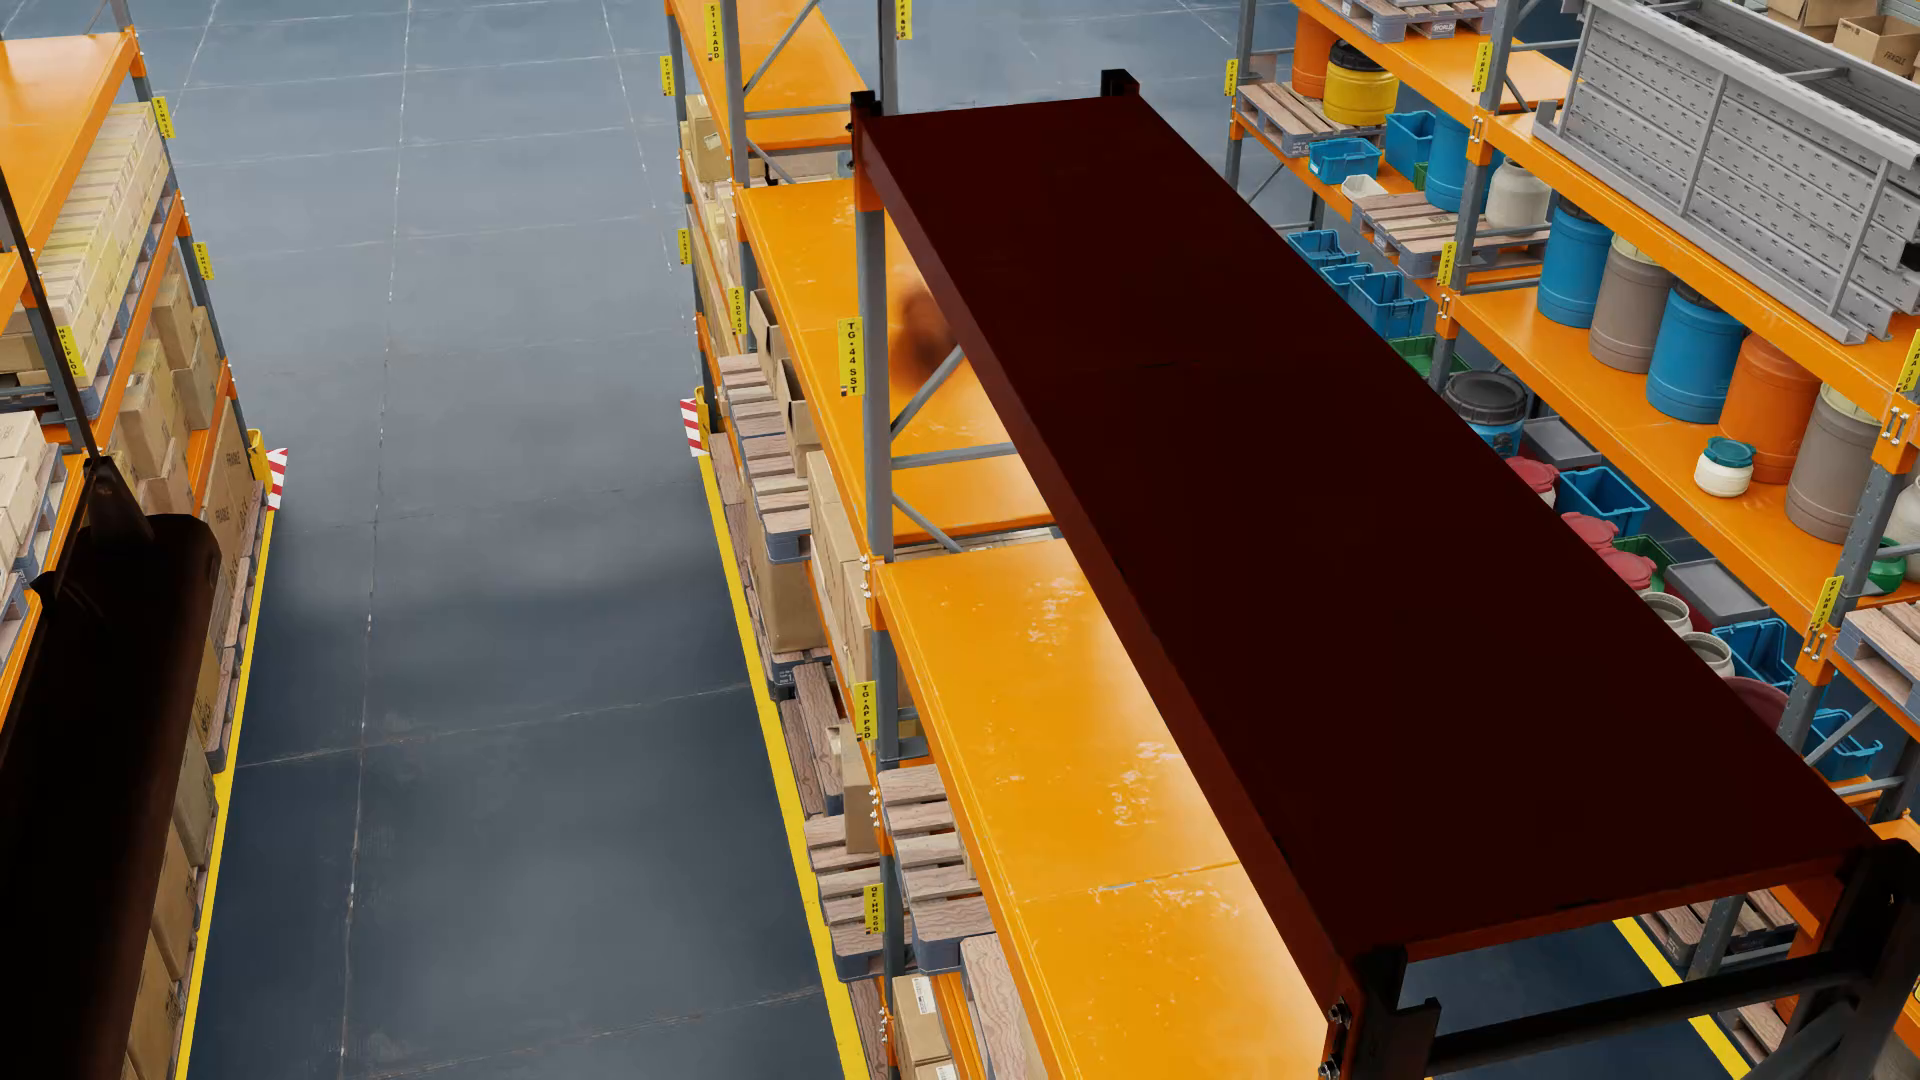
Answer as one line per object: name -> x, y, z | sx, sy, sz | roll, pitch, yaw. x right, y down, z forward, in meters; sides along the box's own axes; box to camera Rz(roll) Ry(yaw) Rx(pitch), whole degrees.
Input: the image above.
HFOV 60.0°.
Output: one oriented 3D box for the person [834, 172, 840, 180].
person -> -1.424, -3.732, 18.143 | 0.691, 1.602, 0.562 | 14, 37, 19
